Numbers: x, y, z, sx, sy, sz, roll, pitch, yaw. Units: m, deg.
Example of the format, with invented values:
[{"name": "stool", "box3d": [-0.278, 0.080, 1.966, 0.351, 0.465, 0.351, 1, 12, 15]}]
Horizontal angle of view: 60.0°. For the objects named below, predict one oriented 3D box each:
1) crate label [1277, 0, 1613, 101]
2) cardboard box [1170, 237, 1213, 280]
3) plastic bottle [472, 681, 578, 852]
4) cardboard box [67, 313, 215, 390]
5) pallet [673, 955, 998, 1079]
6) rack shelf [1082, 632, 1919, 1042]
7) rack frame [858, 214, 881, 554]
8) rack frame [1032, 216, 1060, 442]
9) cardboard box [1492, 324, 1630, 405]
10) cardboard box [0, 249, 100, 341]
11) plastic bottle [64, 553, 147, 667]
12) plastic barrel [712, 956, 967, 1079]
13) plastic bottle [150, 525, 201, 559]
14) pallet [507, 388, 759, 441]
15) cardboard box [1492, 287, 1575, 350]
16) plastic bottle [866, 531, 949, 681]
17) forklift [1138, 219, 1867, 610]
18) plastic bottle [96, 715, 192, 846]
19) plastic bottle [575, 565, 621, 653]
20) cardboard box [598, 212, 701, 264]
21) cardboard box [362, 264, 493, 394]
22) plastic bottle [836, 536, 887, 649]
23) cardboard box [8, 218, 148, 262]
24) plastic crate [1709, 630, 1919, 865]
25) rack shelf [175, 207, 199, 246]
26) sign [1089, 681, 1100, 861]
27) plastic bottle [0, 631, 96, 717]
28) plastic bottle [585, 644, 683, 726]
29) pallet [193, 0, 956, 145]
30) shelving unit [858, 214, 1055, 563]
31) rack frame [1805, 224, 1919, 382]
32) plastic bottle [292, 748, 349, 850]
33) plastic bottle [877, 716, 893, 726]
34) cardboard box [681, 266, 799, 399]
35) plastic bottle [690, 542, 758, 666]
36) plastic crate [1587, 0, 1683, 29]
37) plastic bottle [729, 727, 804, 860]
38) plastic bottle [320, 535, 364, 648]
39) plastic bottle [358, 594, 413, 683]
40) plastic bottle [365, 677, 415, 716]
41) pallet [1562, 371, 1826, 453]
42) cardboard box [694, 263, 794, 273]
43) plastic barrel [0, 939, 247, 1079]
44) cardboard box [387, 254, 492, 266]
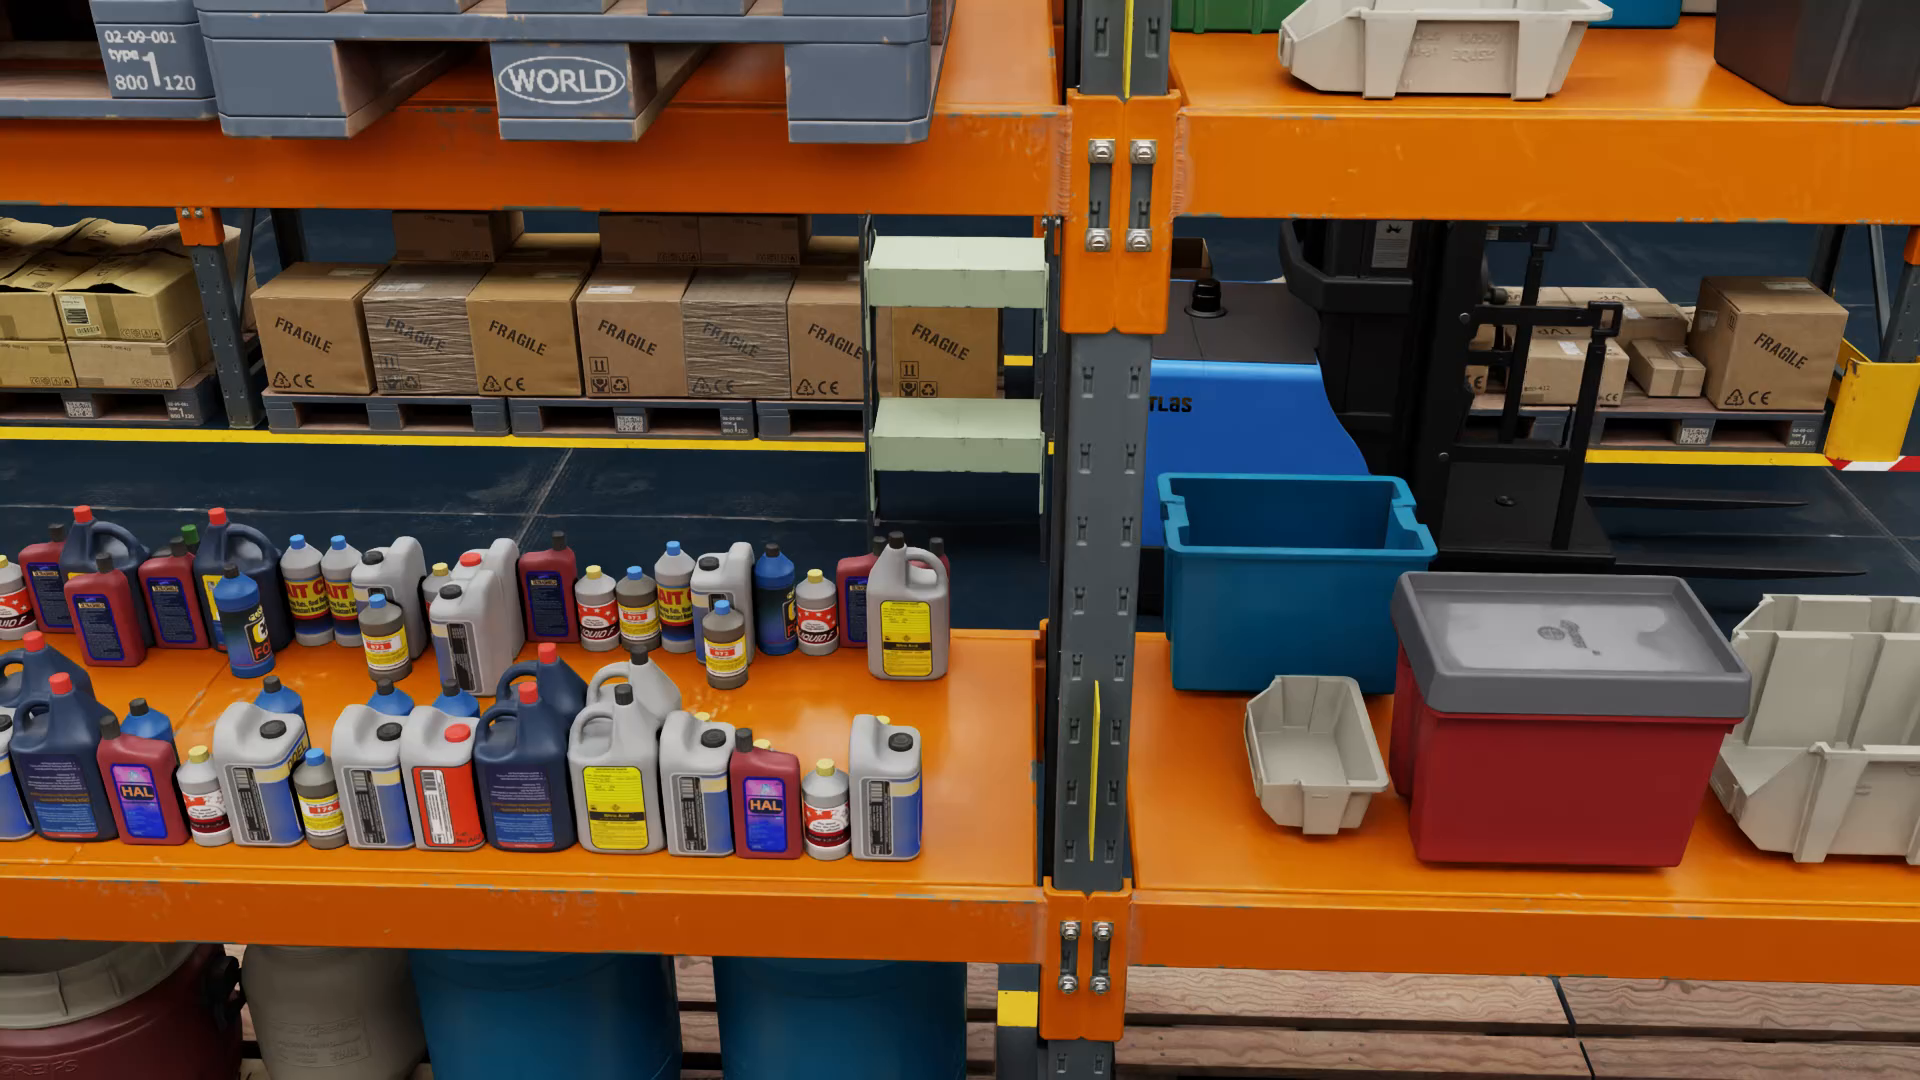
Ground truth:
[{"name": "crate label", "box3d": [0.740, -0.786, 2.610, 0.466, 0.136, 0.293, 1, 28, 2]}, {"name": "cardboard box", "box3d": [1.019, -1.253, 8.610, 0.500, 0.500, 0.500, 1, 28, 2]}, {"name": "plastic bottle", "box3d": [-0.854, 0.436, 3.278, 0.185, 0.351, 0.144, 1, 28, 2]}, {"name": "cardboard box", "box3d": [-4.093, -0.971, 8.366, 0.500, 0.250, 0.500, 2, 28, 3]}, {"name": "pallet", "box3d": [-0.509, 1.479, 4.235, 1.213, 0.211, 1.003, 1, 28, 2]}, {"name": "rack shelf", "box3d": [2.260, 0.630, 3.627, 4.000, 0.370, 1.077, 1, 28, 2]}, {"name": "rack frame", "box3d": [-0.372, -0.669, 6.910, 0.023, 1.500, 0.400, 1, 28, 2]}, {"name": "rack frame", "box3d": [0.439, -2.039, 7.895, 0.127, 3.000, 1.000, 1, 28, 2]}, {"name": "cardboard box", "box3d": [2.936, -0.876, 8.166, 0.500, 0.250, 0.500, 1, 28, 2]}, {"name": "cardboard box", "box3d": [-4.610, -1.223, 8.243, 0.500, 0.311, 0.500, 1, 28, 1]}, {"name": "plastic bottle", "box3d": [-1.996, 0.161, 3.868, 0.133, 0.283, 0.061, 1, 28, 2]}, {"name": "plastic barrel", "box3d": [-0.282, 1.004, 3.946, 0.708, 0.901, 0.600, 1, 28, 2]}, {"name": "plastic bottle", "box3d": [-1.857, 0.096, 3.992, 0.133, 0.283, 0.061, 1, 28, 2]}, {"name": "pallet", "box3d": [-1.597, -0.822, 8.575, 1.213, 0.211, 1.003, 1, 28, 2]}, {"name": "cardboard box", "box3d": [2.904, -1.111, 8.609, 0.500, 0.250, 0.500, 1, 28, 2]}, {"name": "plastic bottle", "box3d": [-0.120, 0.143, 3.831, 0.185, 0.351, 0.144, 1, 28, 2]}, {"name": "forklift", "box3d": [2.088, -1.185, 6.355, 3.031, 2.935, 1.130, 2, 28, 4]}, {"name": "plastic bottle", "box3d": [-1.613, 0.473, 3.281, 0.133, 0.283, 0.061, 1, 28, 2]}, {"name": "plastic bottle", "box3d": [-0.864, 0.157, 3.964, 0.097, 0.201, 0.097, 0, 28, 0]}, {"name": "cardboard box", "box3d": [-1.536, -1.607, 8.478, 0.500, 0.250, 0.500, 0, 28, 1]}, {"name": "cardboard box", "box3d": [-2.590, -1.048, 8.224, 0.500, 0.500, 0.500, 0, 28, 0]}, {"name": "plastic bottle", "box3d": [-0.224, 0.123, 3.941, 0.133, 0.283, 0.061, 1, 28, 2]}, {"name": "cardboard box", "box3d": [-4.596, -1.475, 8.718, 0.500, 0.311, 0.500, 0, 28, 1]}, {"name": "plastic crate", "box3d": [1.780, 0.416, 3.324, 0.530, 0.282, 0.437, 1, 28, 2]}, {"name": "rack shelf", "box3d": [-5.557, -1.821, 8.250, 4.000, 0.370, 1.077, 1, 28, 2]}, {"name": "sign", "box3d": [0.239, 0.414, 2.970, 0.005, 0.325, 0.100, 1, 28, 2]}, {"name": "plastic bottle", "box3d": [-1.899, 0.347, 3.445, 0.185, 0.351, 0.144, 1, 28, 2]}, {"name": "plastic bottle", "box3d": [-0.664, 0.371, 3.400, 0.185, 0.351, 0.144, 1, 28, 2]}, {"name": "pallet", "box3d": [-0.526, -0.930, 2.801, 1.003, 0.211, 1.213, 1, 28, 2]}, {"name": "shelving unit", "box3d": [-0.007, -0.663, 6.899, 0.755, 1.500, 0.431, 1, 28, 2]}, {"name": "rack frame", "box3d": [4.437, -1.973, 7.770, 0.127, 3.000, 1.000, 1, 28, 2]}, {"name": "plastic bottle", "box3d": [-1.265, 0.506, 3.305, 0.097, 0.201, 0.097, 0, 28, 0]}, {"name": "plastic bottle", "box3d": [-0.159, 0.453, 3.405, 0.097, 0.201, 0.097, 0, 28, 0]}, {"name": "cardboard box", "box3d": [-1.059, -1.024, 8.178, 0.500, 0.500, 0.500, 1, 28, 2]}, {"name": "plastic bottle", "box3d": [-0.554, 0.142, 3.912, 0.135, 0.276, 0.152, 1, 28, 2]}, {"name": "plastic crate", "box3d": [1.182, -1.107, 3.111, 0.300, 0.233, 0.416, 1, 28, 2]}, {"name": "plastic bottle", "box3d": [-0.377, 0.493, 3.242, 0.133, 0.283, 0.061, 1, 28, 2]}, {"name": "plastic bottle", "box3d": [-1.460, 0.116, 3.966, 0.097, 0.271, 0.097, 0, 28, 0]}, {"name": "plastic bottle", "box3d": [-1.331, 0.220, 3.844, 0.097, 0.201, 0.097, 0, 28, 0]}, {"name": "plastic bottle", "box3d": [-1.162, 0.405, 3.420, 0.097, 0.271, 0.097, 0, 28, 0]}, {"name": "pallet", "box3d": [3.564, -0.755, 8.449, 1.213, 0.211, 1.003, 1, 28, 2]}, {"name": "cardboard box", "box3d": [-1.068, -1.267, 8.636, 0.500, 0.500, 0.500, 1, 28, 2]}, {"name": "plastic barrel", "box3d": [-2.119, 1.112, 4.077, 0.708, 0.588, 0.600, 1, 28, 2]}, {"name": "cardboard box", "box3d": [-2.615, -1.290, 8.680, 0.500, 0.500, 0.500, 2, 28, 4]}]
